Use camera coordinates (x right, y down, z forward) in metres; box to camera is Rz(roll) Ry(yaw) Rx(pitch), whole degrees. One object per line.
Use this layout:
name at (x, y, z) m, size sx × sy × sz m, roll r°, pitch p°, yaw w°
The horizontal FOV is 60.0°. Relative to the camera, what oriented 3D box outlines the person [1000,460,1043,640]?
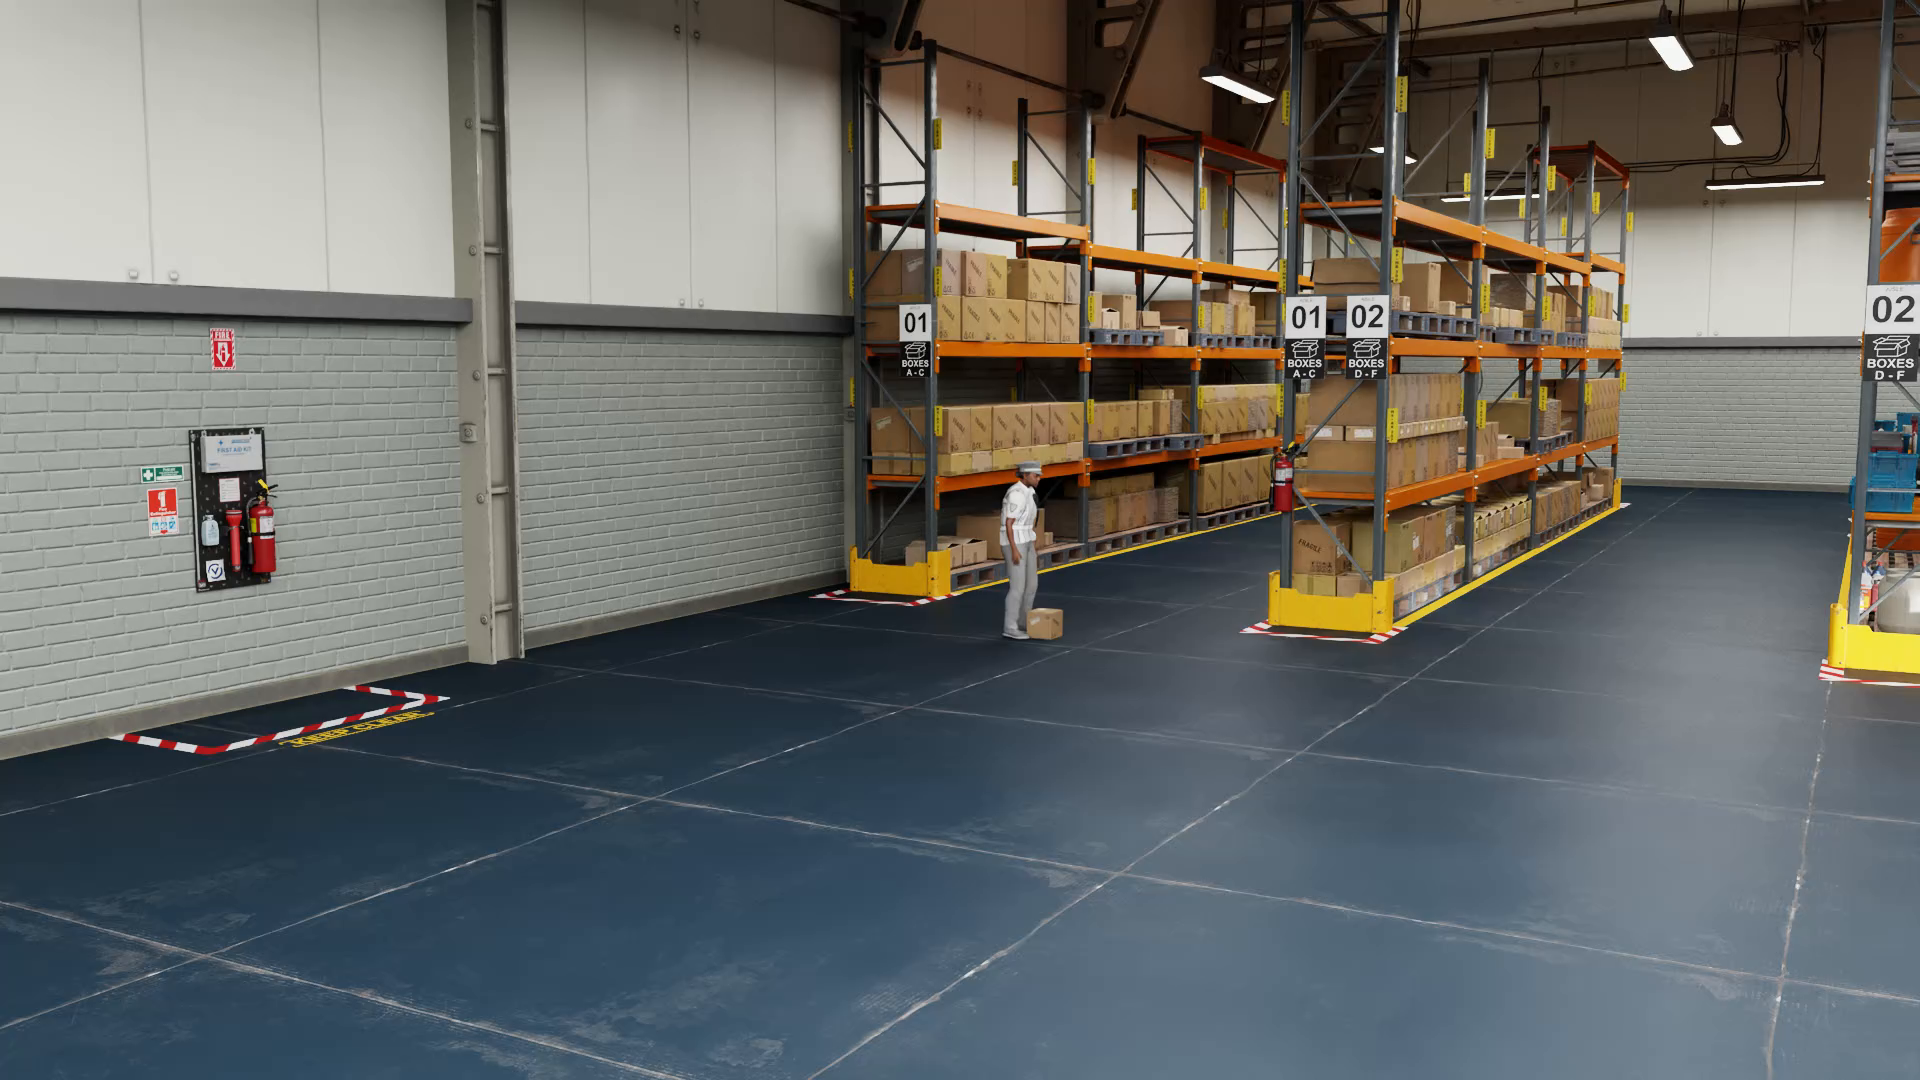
person at (0.582, 0.085, 15.641) m, size 0.395 × 1.645 × 0.512 m, roll 3°, pitch 7°, yaw 26°
